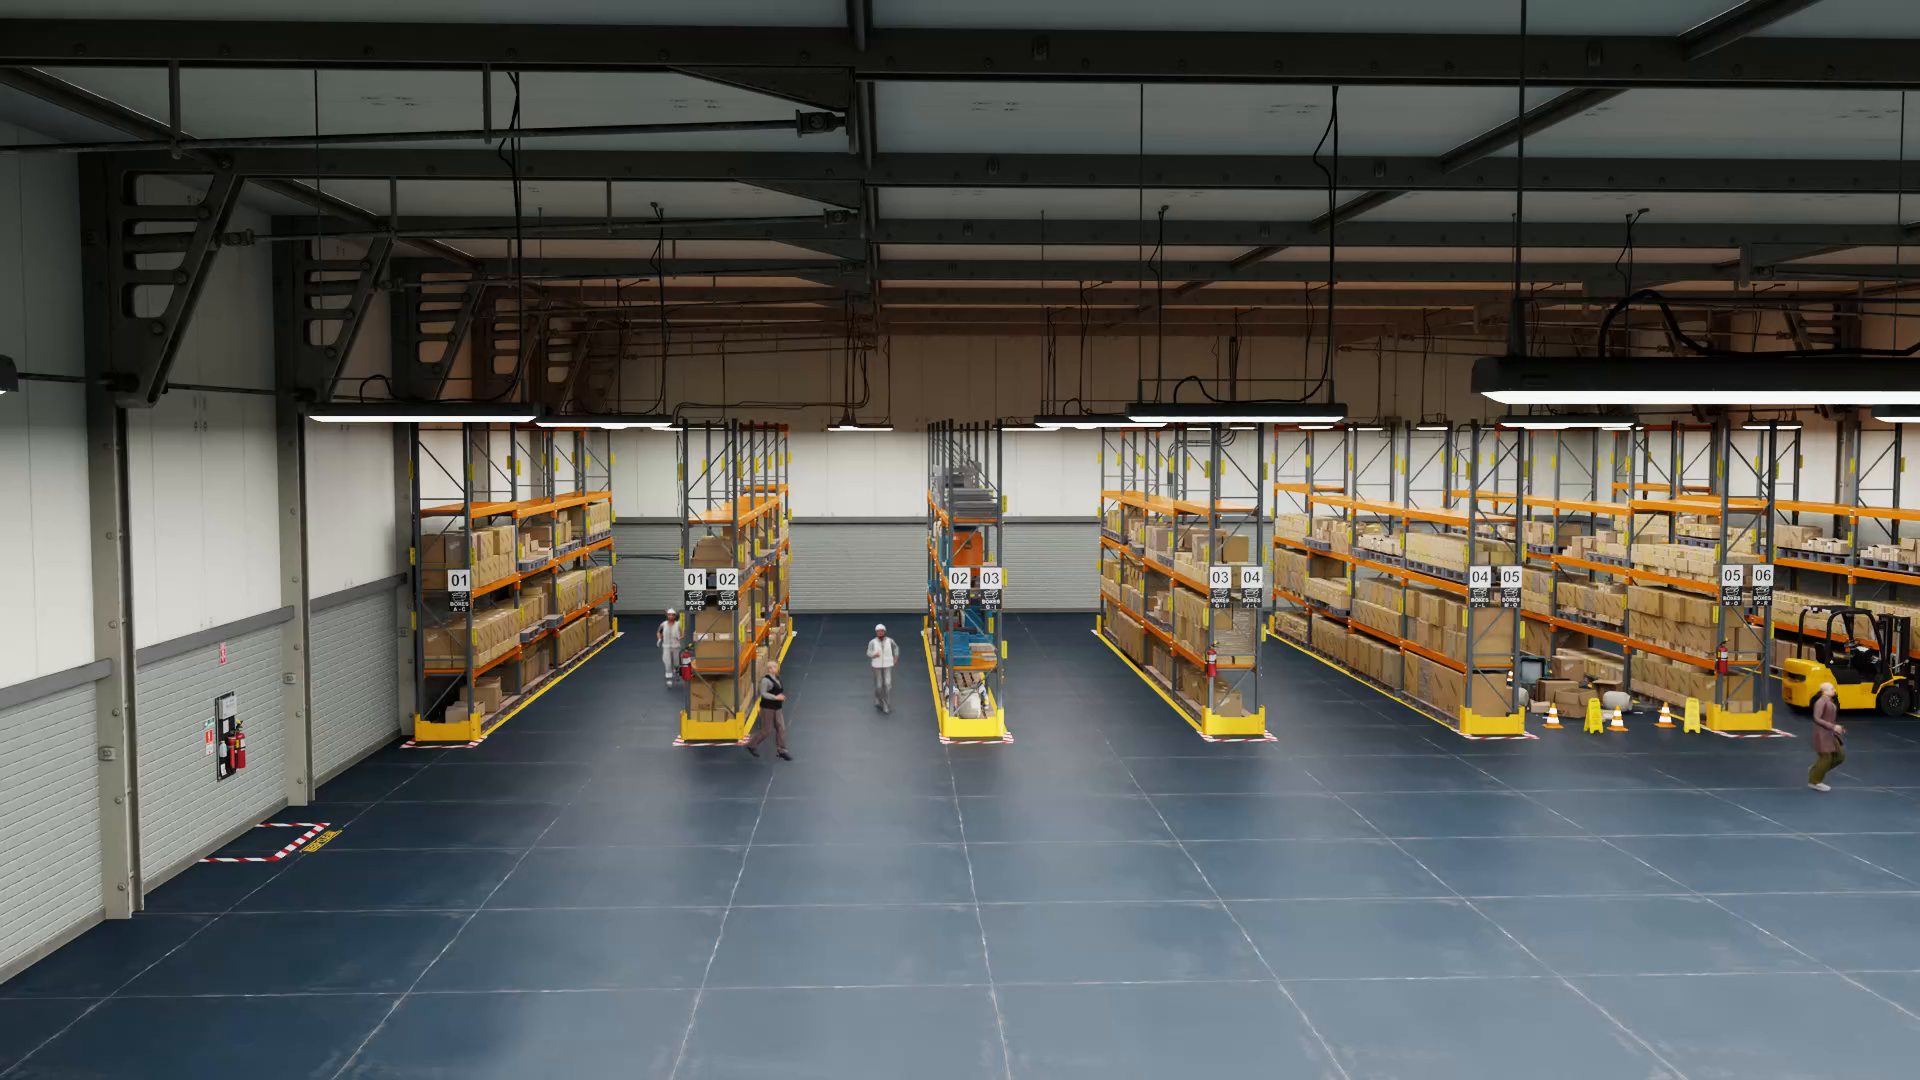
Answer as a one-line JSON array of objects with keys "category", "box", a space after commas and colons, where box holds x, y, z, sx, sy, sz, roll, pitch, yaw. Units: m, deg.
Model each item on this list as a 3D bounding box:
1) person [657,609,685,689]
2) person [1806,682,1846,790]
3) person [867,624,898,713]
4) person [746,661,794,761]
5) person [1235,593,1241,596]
[{"category": "person", "box": [-6.492, 2.439, 37.418, 0.669, 1.766, 0.928, 0, 4, -5]}, {"category": "person", "box": [13.886, 3.144, 26.627, 0.618, 1.744, 0.716, 4, 5, 44]}, {"category": "person", "box": [-1.604, 2.649, 34.465, 0.661, 1.809, 0.822, 0, 4, -3]}, {"category": "person", "box": [-3.325, 2.990, 29.162, 0.857, 1.745, 0.675, 2, 4, 23]}, {"category": "person", "box": [7.904, 1.858, 47.815, 0.614, 1.649, 0.711, 3, 5, 42]}]
